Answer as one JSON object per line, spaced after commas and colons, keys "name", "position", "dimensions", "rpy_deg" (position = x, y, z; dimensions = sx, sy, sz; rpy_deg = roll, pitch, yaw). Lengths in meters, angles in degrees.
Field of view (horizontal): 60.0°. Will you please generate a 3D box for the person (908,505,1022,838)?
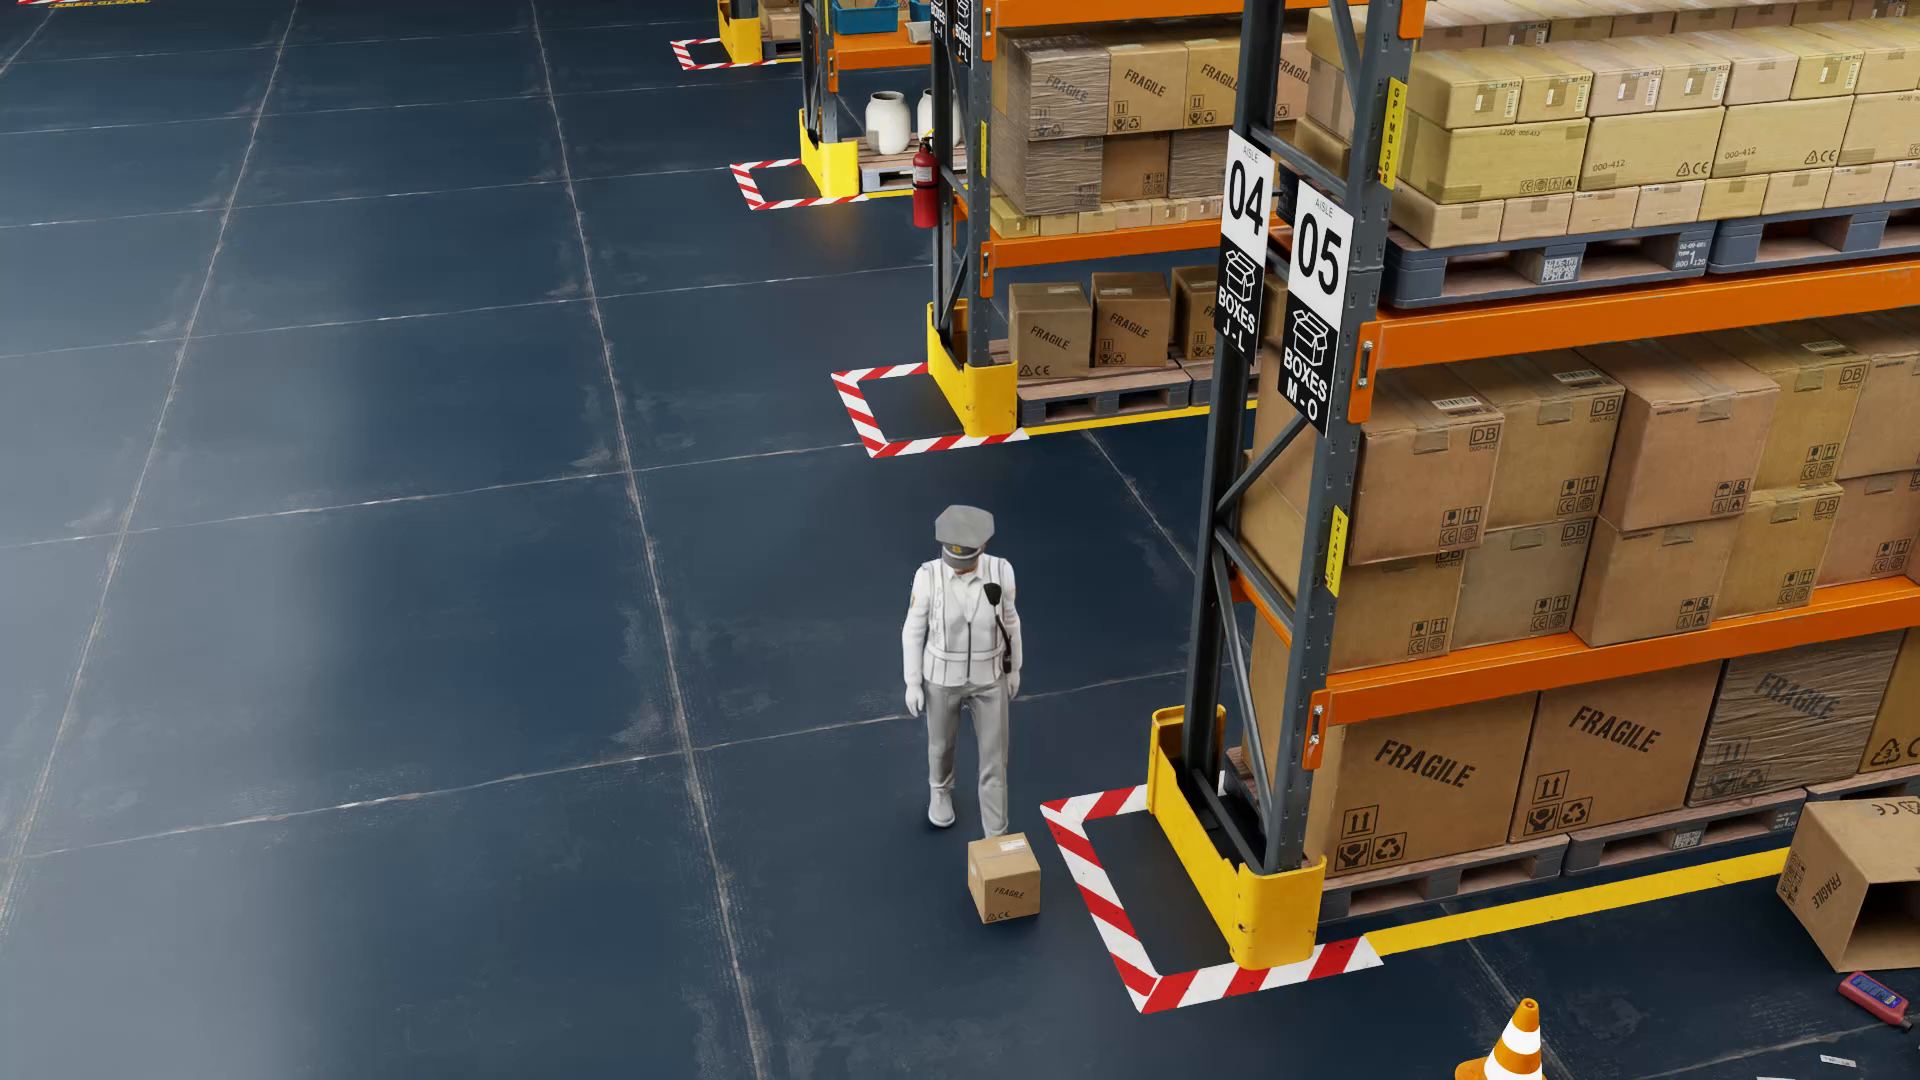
{"name": "person", "position": [0.039, 0.636, 7.137], "dimensions": [0.508, 1.655, 0.670], "rpy_deg": [-5, 31, -9]}
